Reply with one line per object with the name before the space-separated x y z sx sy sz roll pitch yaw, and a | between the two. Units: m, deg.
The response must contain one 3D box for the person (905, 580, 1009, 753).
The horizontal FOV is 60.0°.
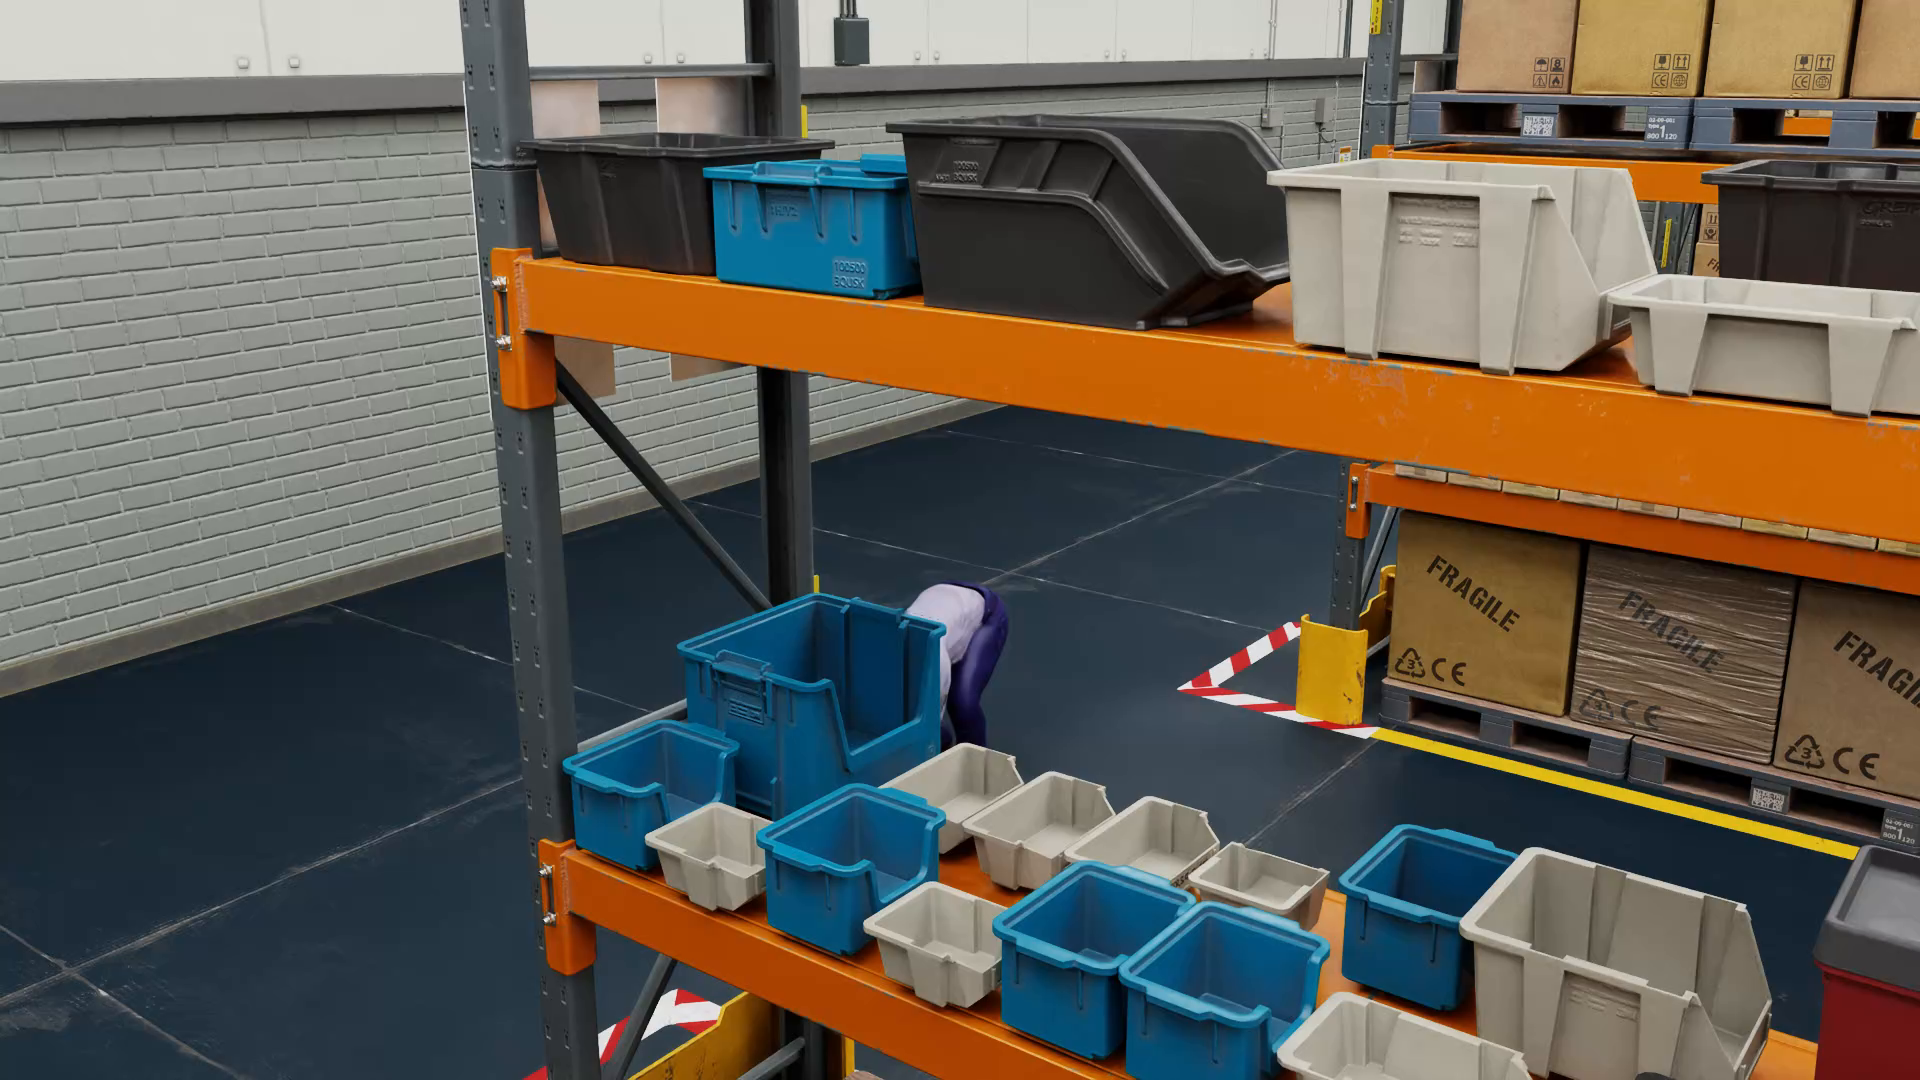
person | -0.134 0.692 7.570 0.500 0.895 0.899 11 20 32
